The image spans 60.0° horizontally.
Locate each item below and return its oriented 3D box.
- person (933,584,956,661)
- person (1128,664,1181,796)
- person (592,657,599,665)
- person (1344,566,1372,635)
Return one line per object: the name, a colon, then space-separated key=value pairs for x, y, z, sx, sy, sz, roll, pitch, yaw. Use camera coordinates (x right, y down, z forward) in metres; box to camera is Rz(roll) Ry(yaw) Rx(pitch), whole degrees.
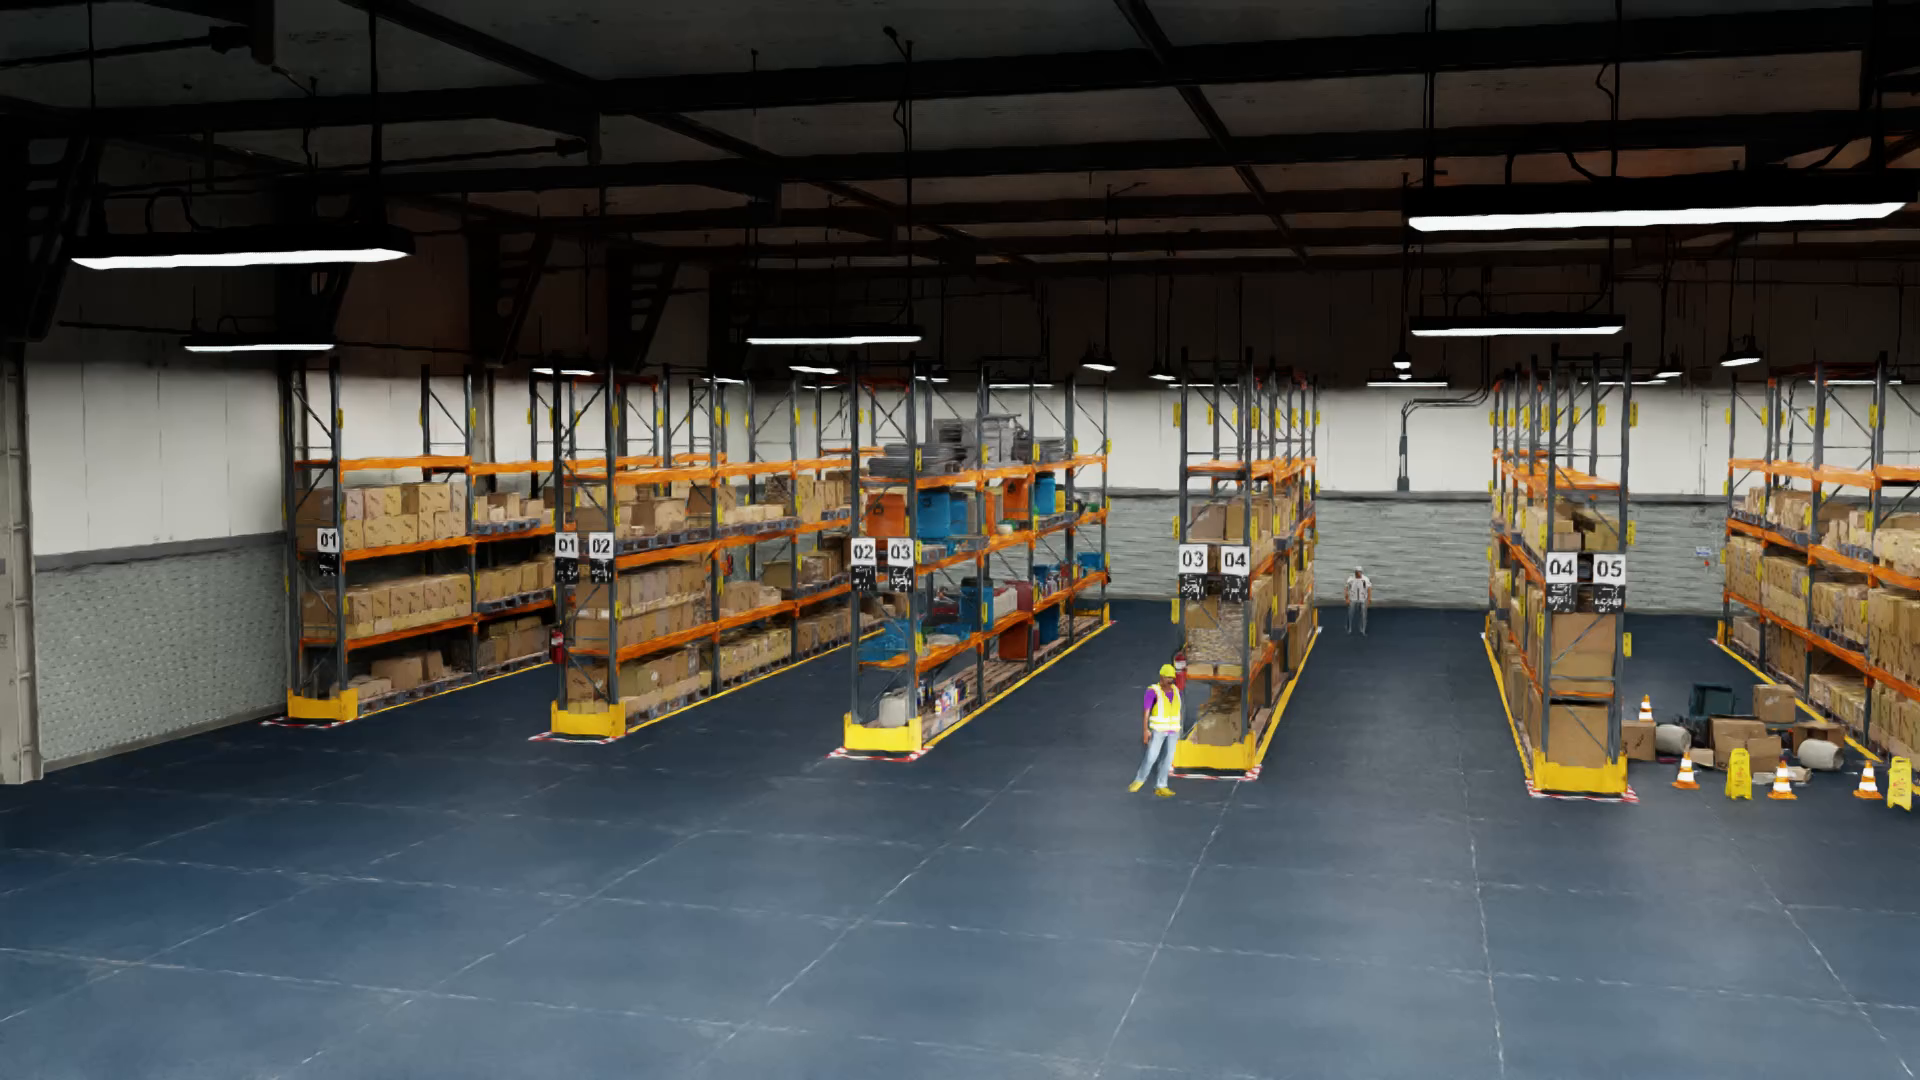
person: x=-0.362 y=1.693 z=33.819 sx=0.482 sy=1.621 sz=0.997 roll=2 pitch=5 yaw=24
person: x=2.608 y=2.502 z=21.992 sx=0.725 sy=1.757 sz=0.527 roll=-2 pitch=5 yaw=-24
person: x=-6.644 y=1.948 z=30.557 sx=0.401 sy=1.598 sz=0.465 roll=-1 pitch=4 yaw=-16
person: x=9.186 y=1.388 z=38.394 sx=0.625 sy=1.611 sz=0.582 roll=1 pitch=4 yaw=13
